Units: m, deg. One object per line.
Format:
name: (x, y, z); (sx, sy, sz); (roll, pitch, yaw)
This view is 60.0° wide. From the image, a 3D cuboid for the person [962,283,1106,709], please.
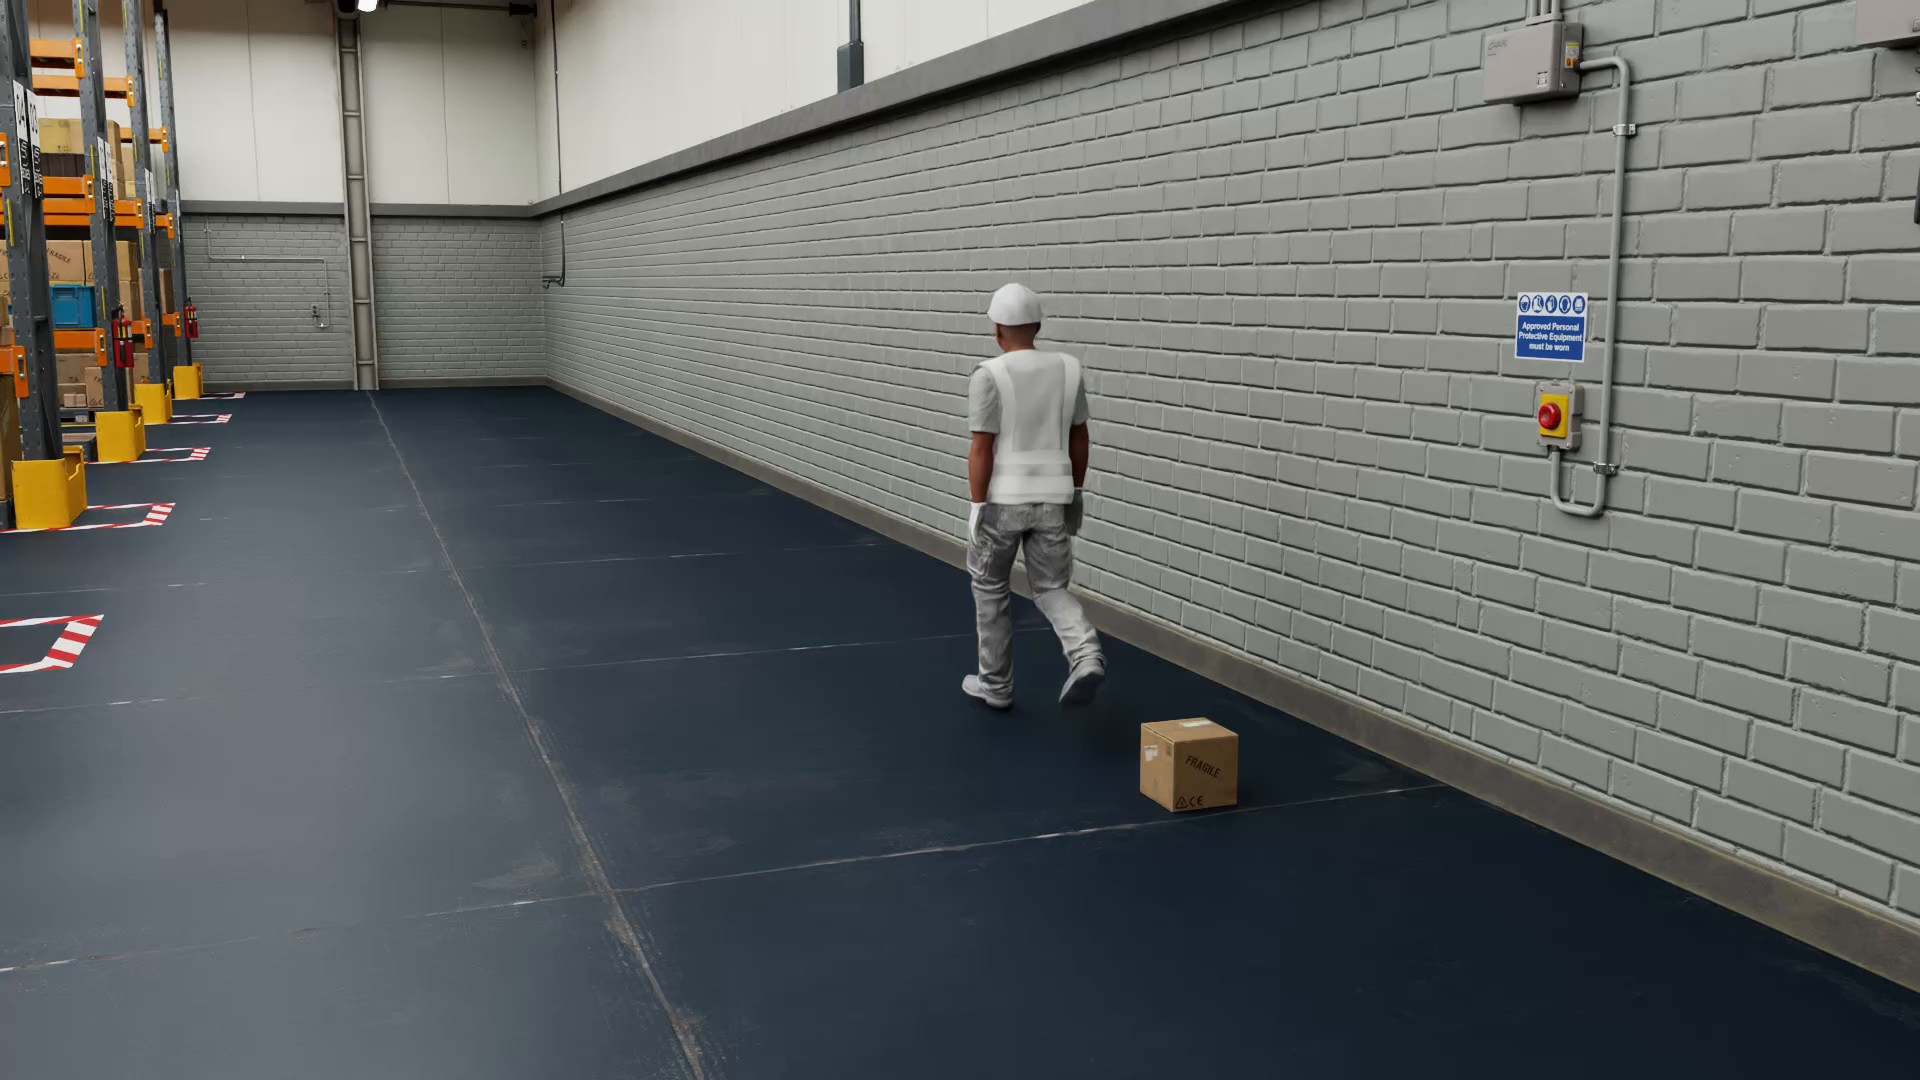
person: (0.296, -0.150, 6.729); (0.571, 1.762, 0.892); (-4, 10, -25)
